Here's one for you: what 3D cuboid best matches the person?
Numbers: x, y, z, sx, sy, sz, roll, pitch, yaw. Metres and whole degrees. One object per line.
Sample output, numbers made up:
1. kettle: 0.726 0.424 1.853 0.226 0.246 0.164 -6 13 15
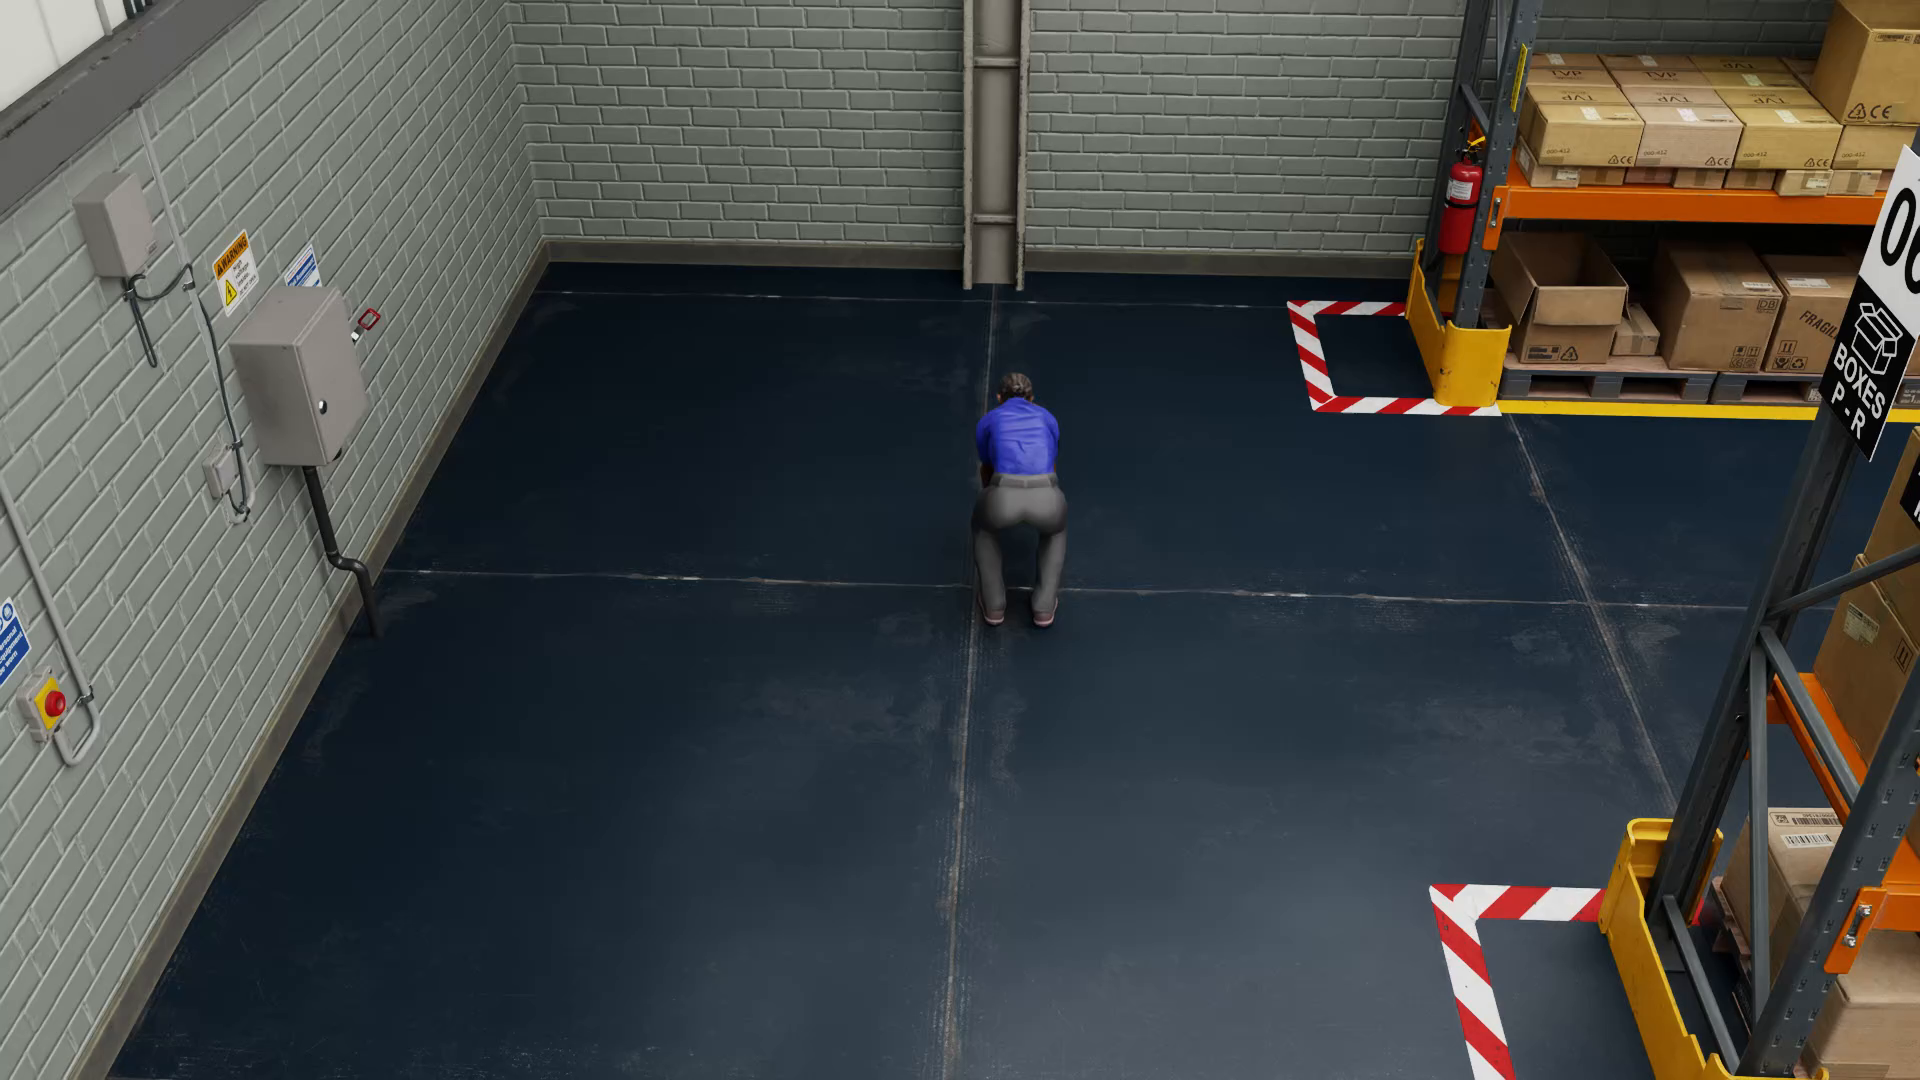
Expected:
1. person: 0.282 -0.177 7.905 0.460 1.027 0.861 0 36 0
